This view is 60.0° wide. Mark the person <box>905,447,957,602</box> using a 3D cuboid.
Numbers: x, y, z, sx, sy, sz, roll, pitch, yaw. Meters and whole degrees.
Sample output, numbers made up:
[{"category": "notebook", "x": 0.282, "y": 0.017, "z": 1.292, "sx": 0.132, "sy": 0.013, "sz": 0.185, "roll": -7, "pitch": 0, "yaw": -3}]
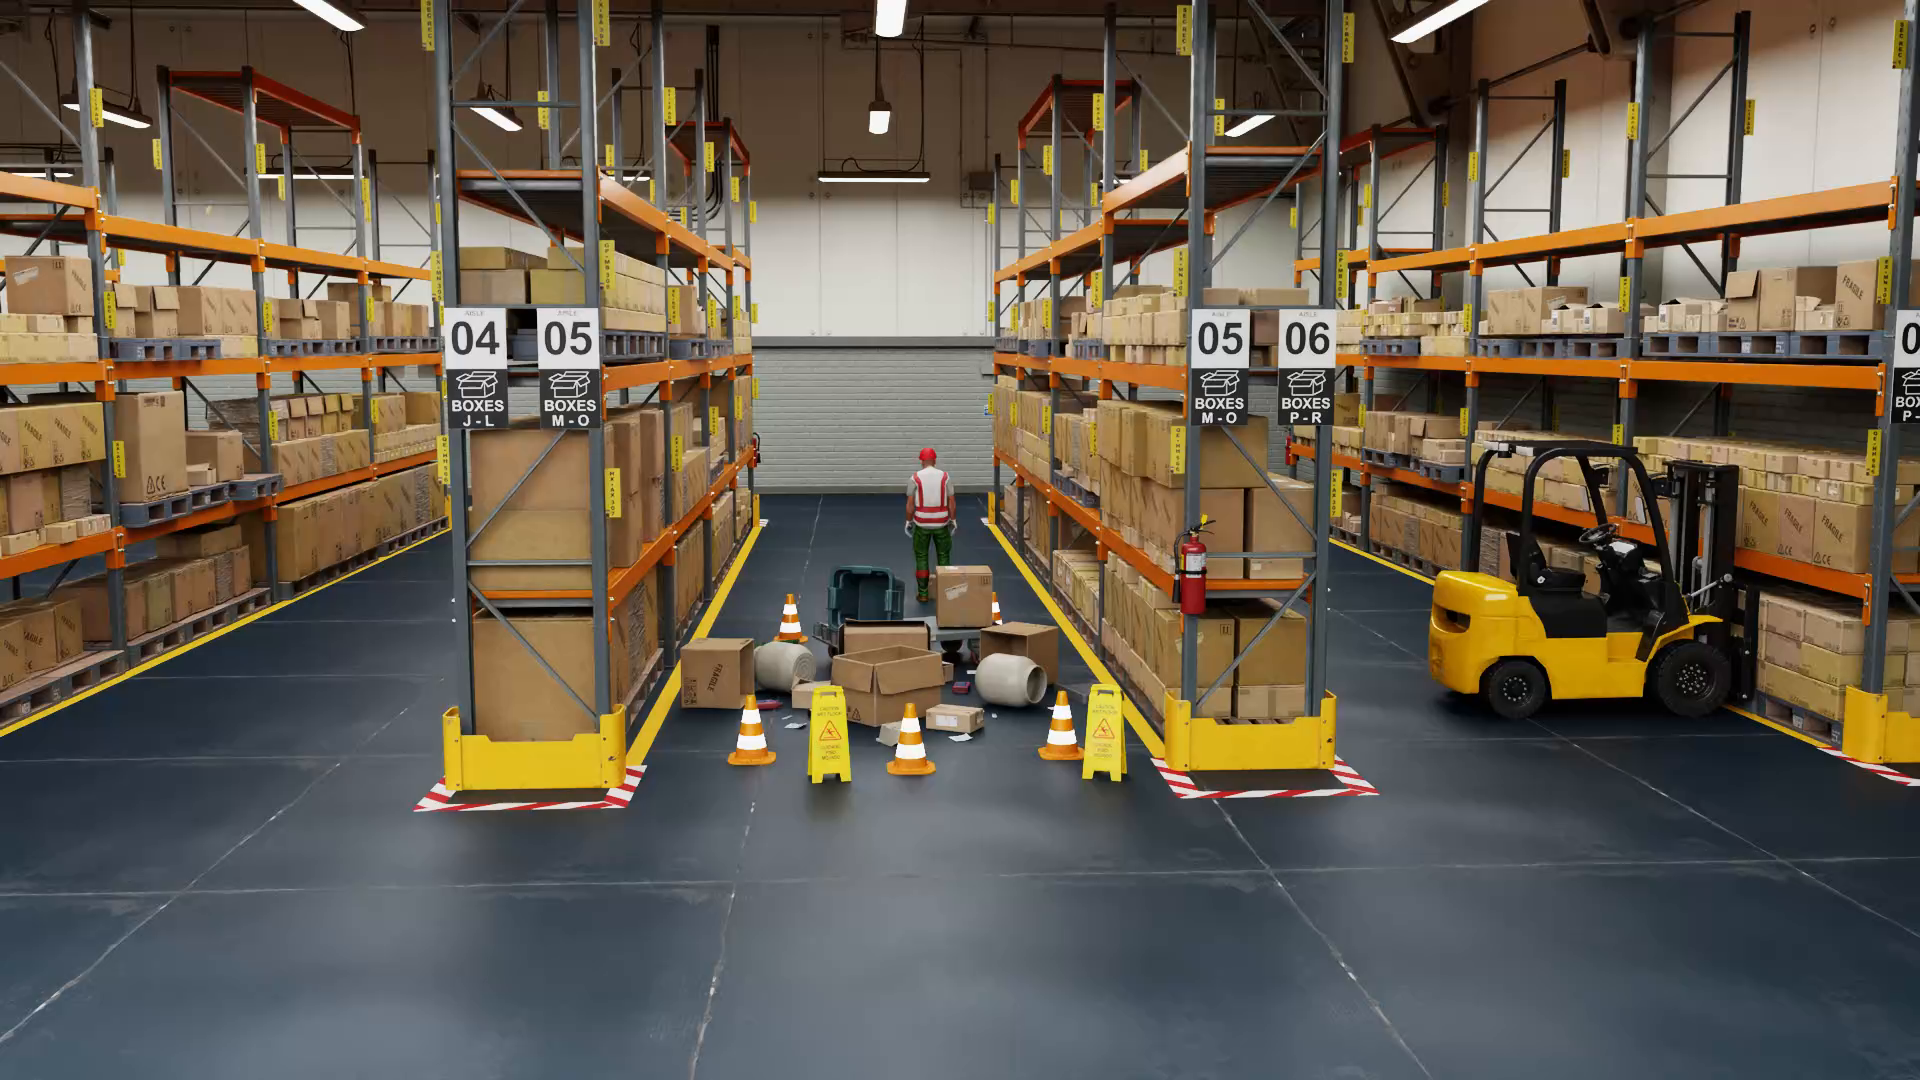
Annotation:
[{"category": "person", "x": -0.335, "y": -0.183, "z": 19.228, "sx": 0.610, "sy": 1.777, "sz": 0.452, "roll": -1, "pitch": 7, "yaw": -7}]
